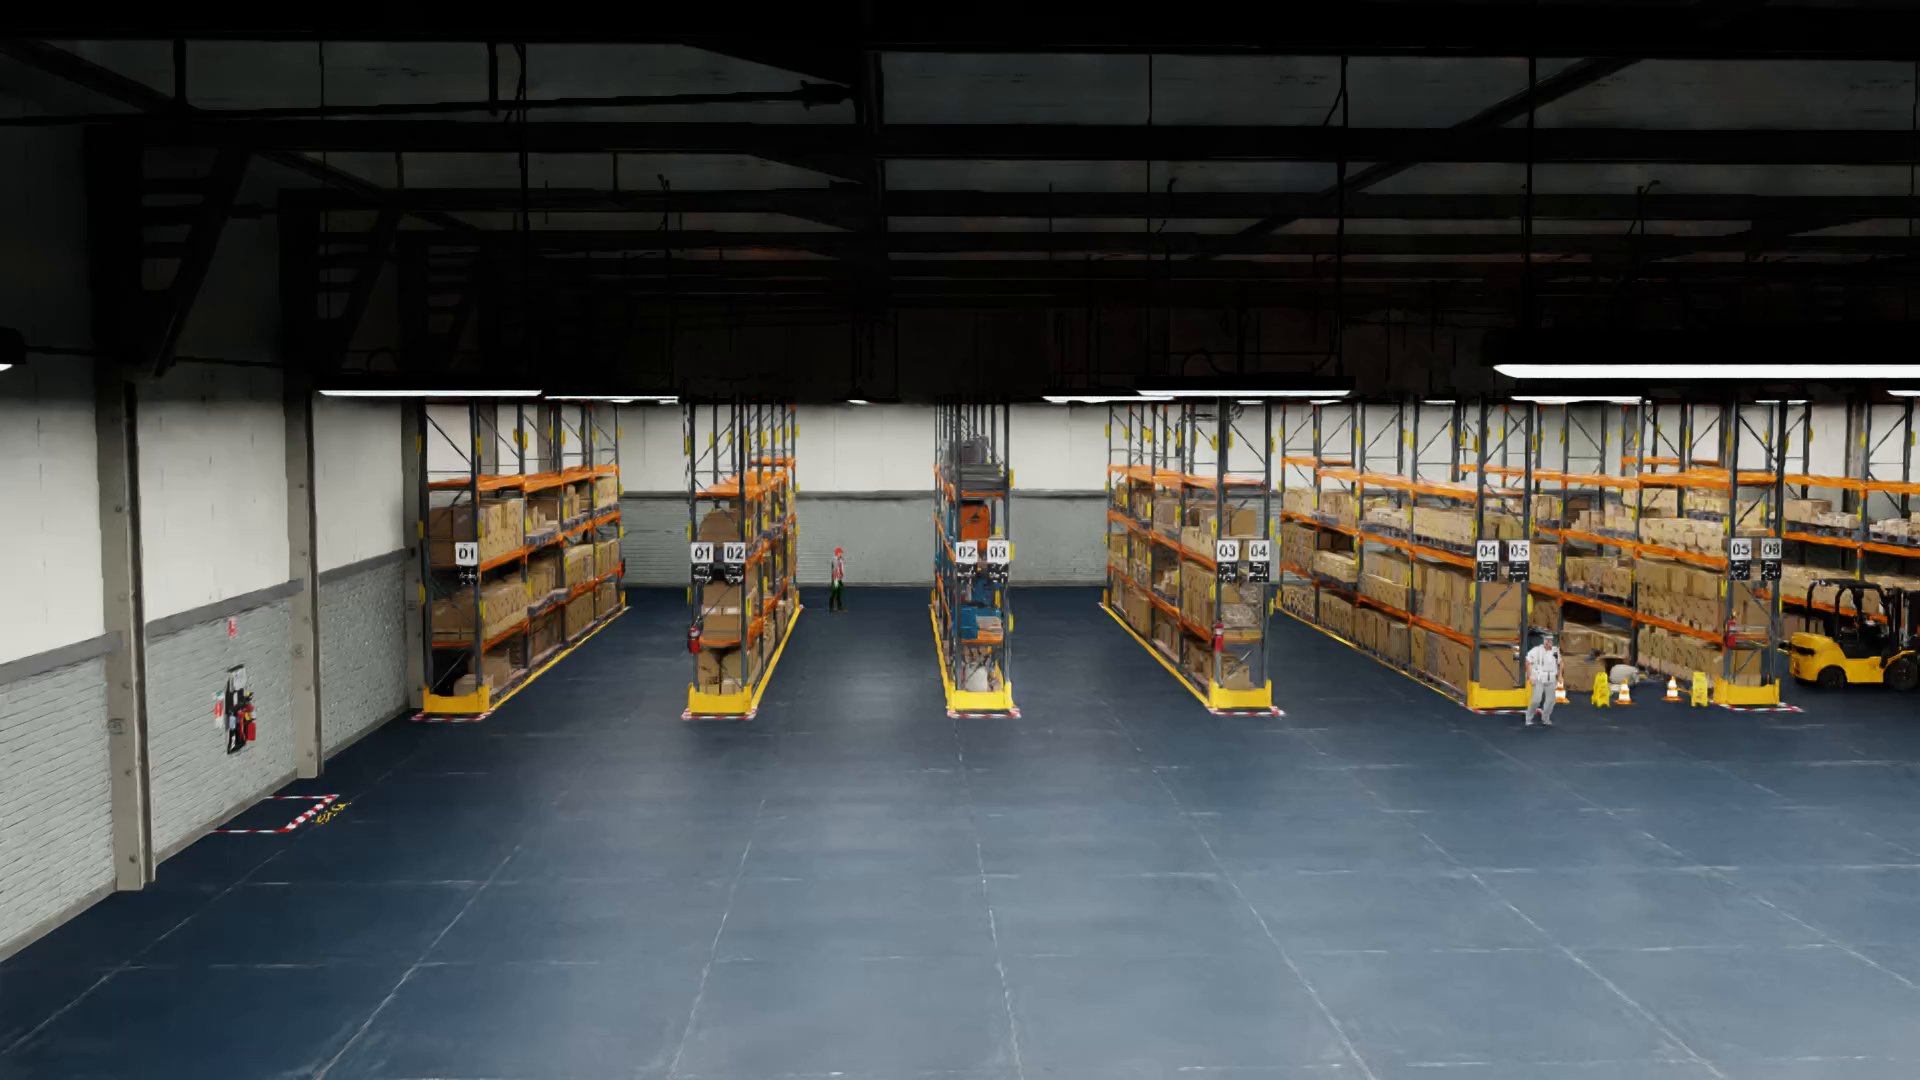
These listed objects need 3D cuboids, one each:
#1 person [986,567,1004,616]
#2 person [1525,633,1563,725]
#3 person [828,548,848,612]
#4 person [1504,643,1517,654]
[{"bbox_3d":[0.831,1.229,45.380,0.682,1.609,0.844,-2,5,-19],"label":"person"},{"bbox_3d":[10.467,2.484,29.822,0.682,1.715,0.542,0,5,-4],"label":"person"},{"bbox_3d":[-3.424,1.103,46.499,0.501,1.791,0.651,0,5,6],"label":"person"},{"bbox_3d":[12.574,1.765,38.194,0.576,1.768,0.626,2,5,27],"label":"person"}]
